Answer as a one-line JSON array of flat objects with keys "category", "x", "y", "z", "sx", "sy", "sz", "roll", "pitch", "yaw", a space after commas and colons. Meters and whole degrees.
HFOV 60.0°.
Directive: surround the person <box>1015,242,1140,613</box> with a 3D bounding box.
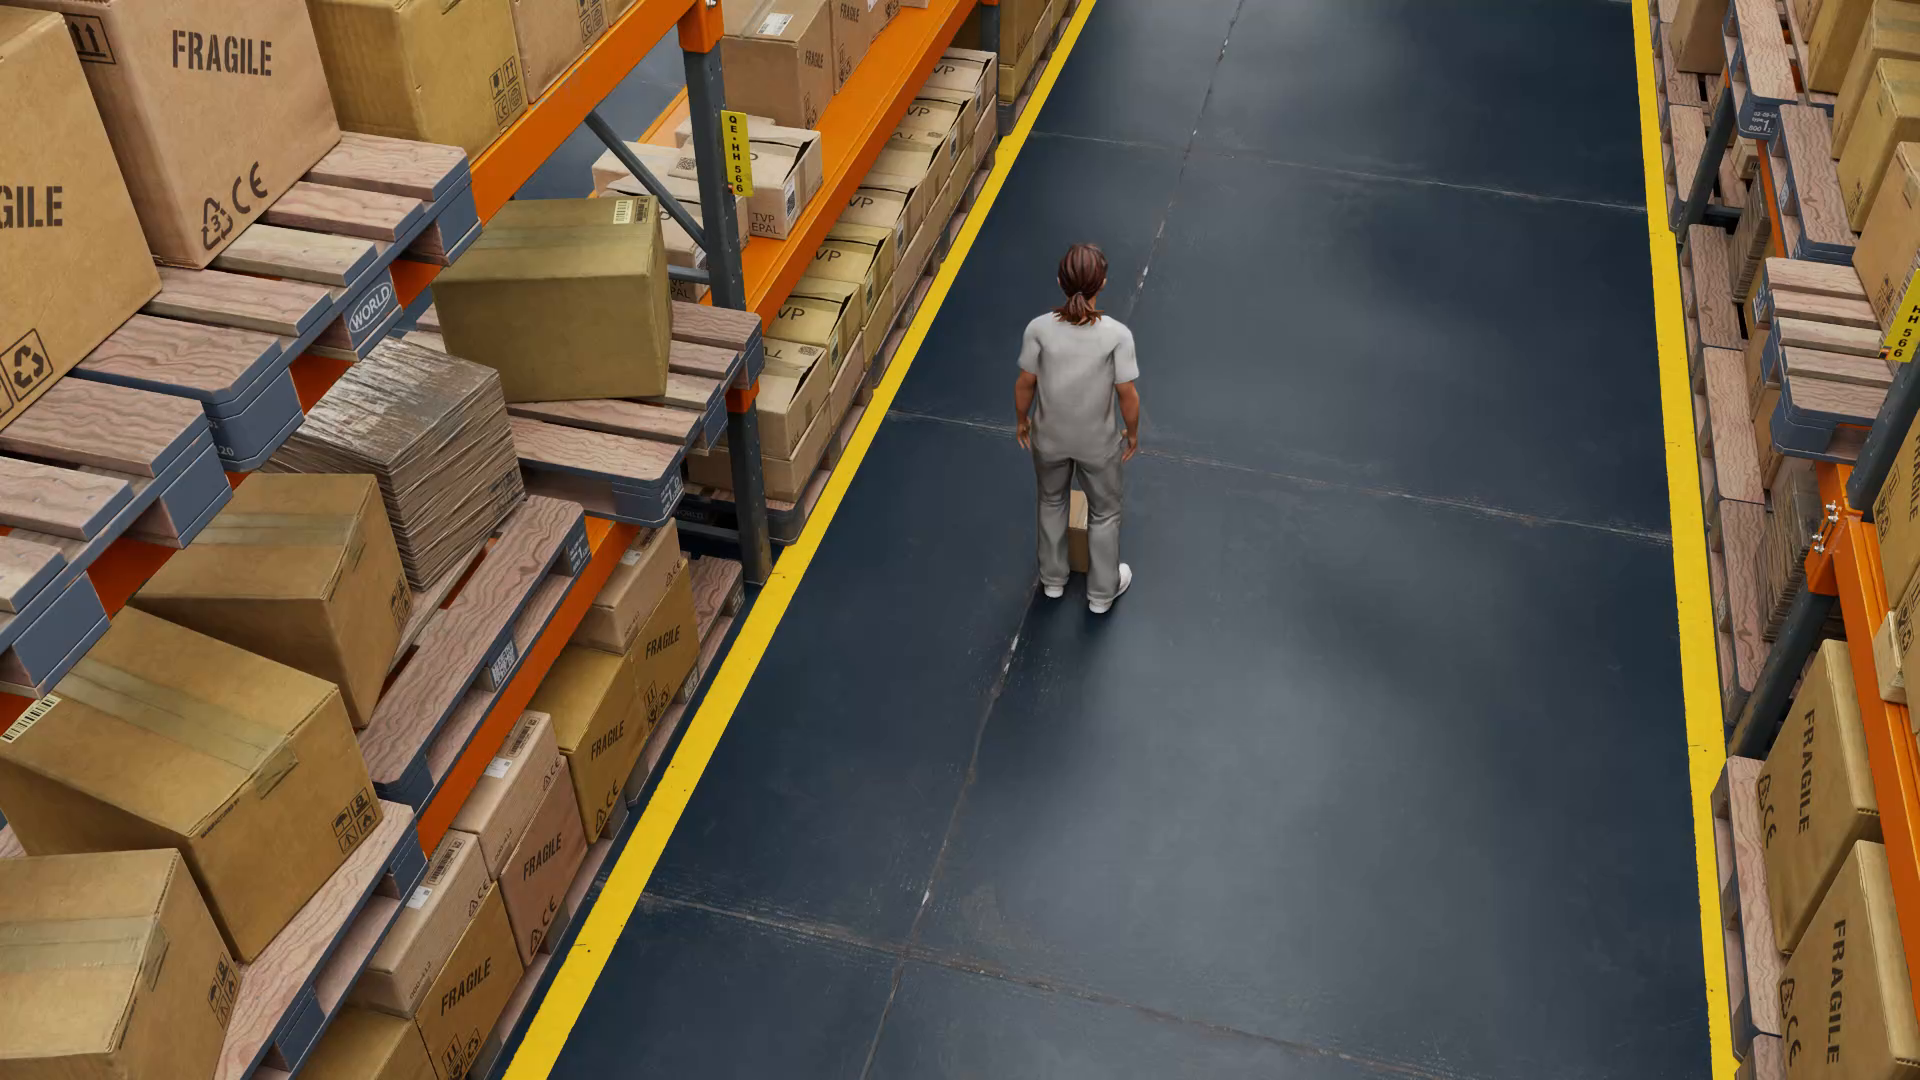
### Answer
[{"category": "person", "x": 0.475, "y": -0.432, "z": 6.653, "sx": 0.510, "sy": 1.673, "sz": 0.407, "roll": 9, "pitch": 42, "yaw": 10}]
